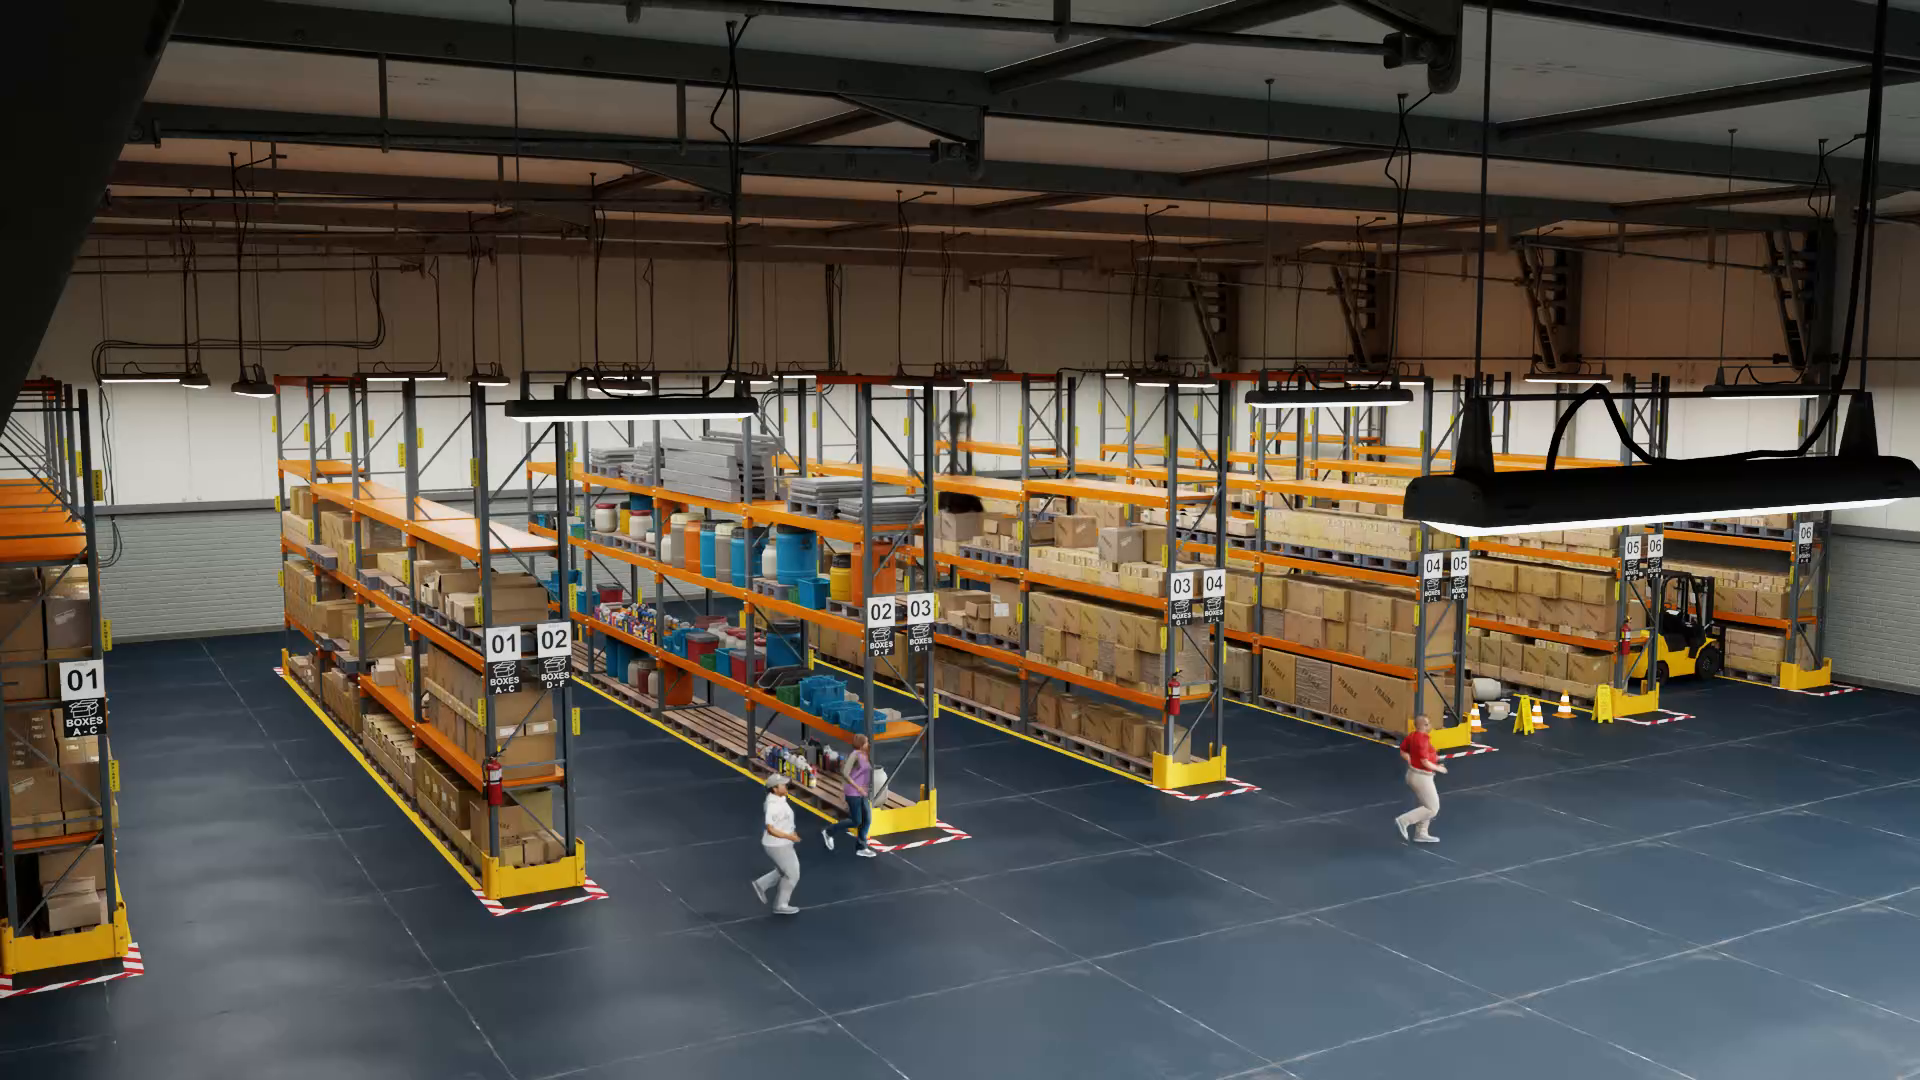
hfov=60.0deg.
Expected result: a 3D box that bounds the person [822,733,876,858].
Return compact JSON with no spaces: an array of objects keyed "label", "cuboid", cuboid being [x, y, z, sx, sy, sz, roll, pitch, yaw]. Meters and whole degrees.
[{"label":"person","cuboid":[-1.392,3.237,21.236,0.704,1.573,0.581,1,6,8]}]

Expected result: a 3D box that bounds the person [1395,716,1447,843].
[{"label":"person","cuboid":[5.970,3.123,21.687,0.679,1.683,0.658,-1,6,-8]}]

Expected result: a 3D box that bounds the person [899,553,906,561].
[{"label":"person","cuboid":[-1.495,1.112,40.426,0.623,1.632,0.577,0,6,-4]}]

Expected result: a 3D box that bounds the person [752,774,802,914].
[{"label":"person","cuboid":[-2.092,3.459,18.944,0.578,1.615,0.605,-1,6,-5]}]
